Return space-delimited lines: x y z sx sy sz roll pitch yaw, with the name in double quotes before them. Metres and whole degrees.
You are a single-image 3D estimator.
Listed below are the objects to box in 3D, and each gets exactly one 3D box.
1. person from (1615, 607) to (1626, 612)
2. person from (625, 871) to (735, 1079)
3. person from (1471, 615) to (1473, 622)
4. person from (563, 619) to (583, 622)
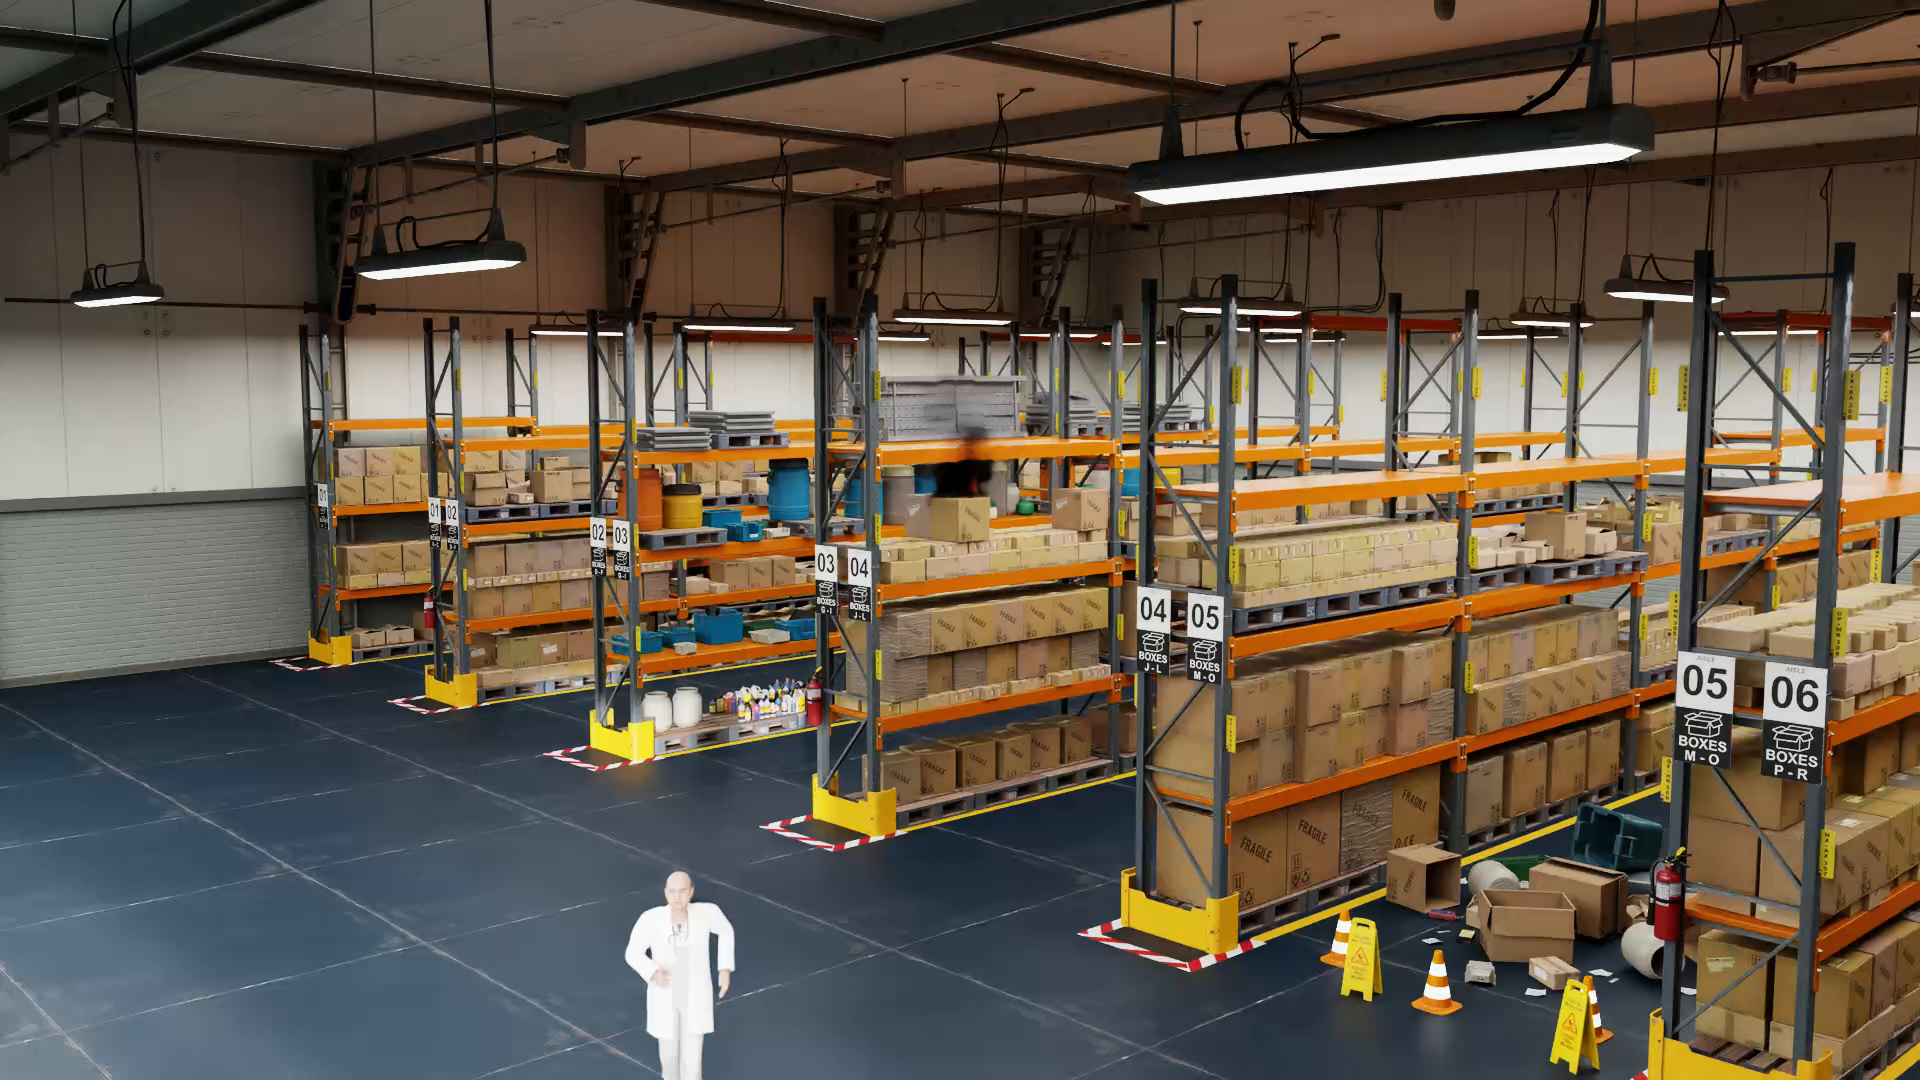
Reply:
"person" 9.779 1.830 24.698 0.610 1.677 0.672 -5 7 -38
"person" -1.902 3.133 11.347 0.732 1.807 0.947 -1 6 -8
"person" 7.523 1.874 24.758 0.719 1.609 0.582 -5 8 -41
"person" -6.837 1.288 29.351 1.043 1.783 0.695 -6 8 -44
